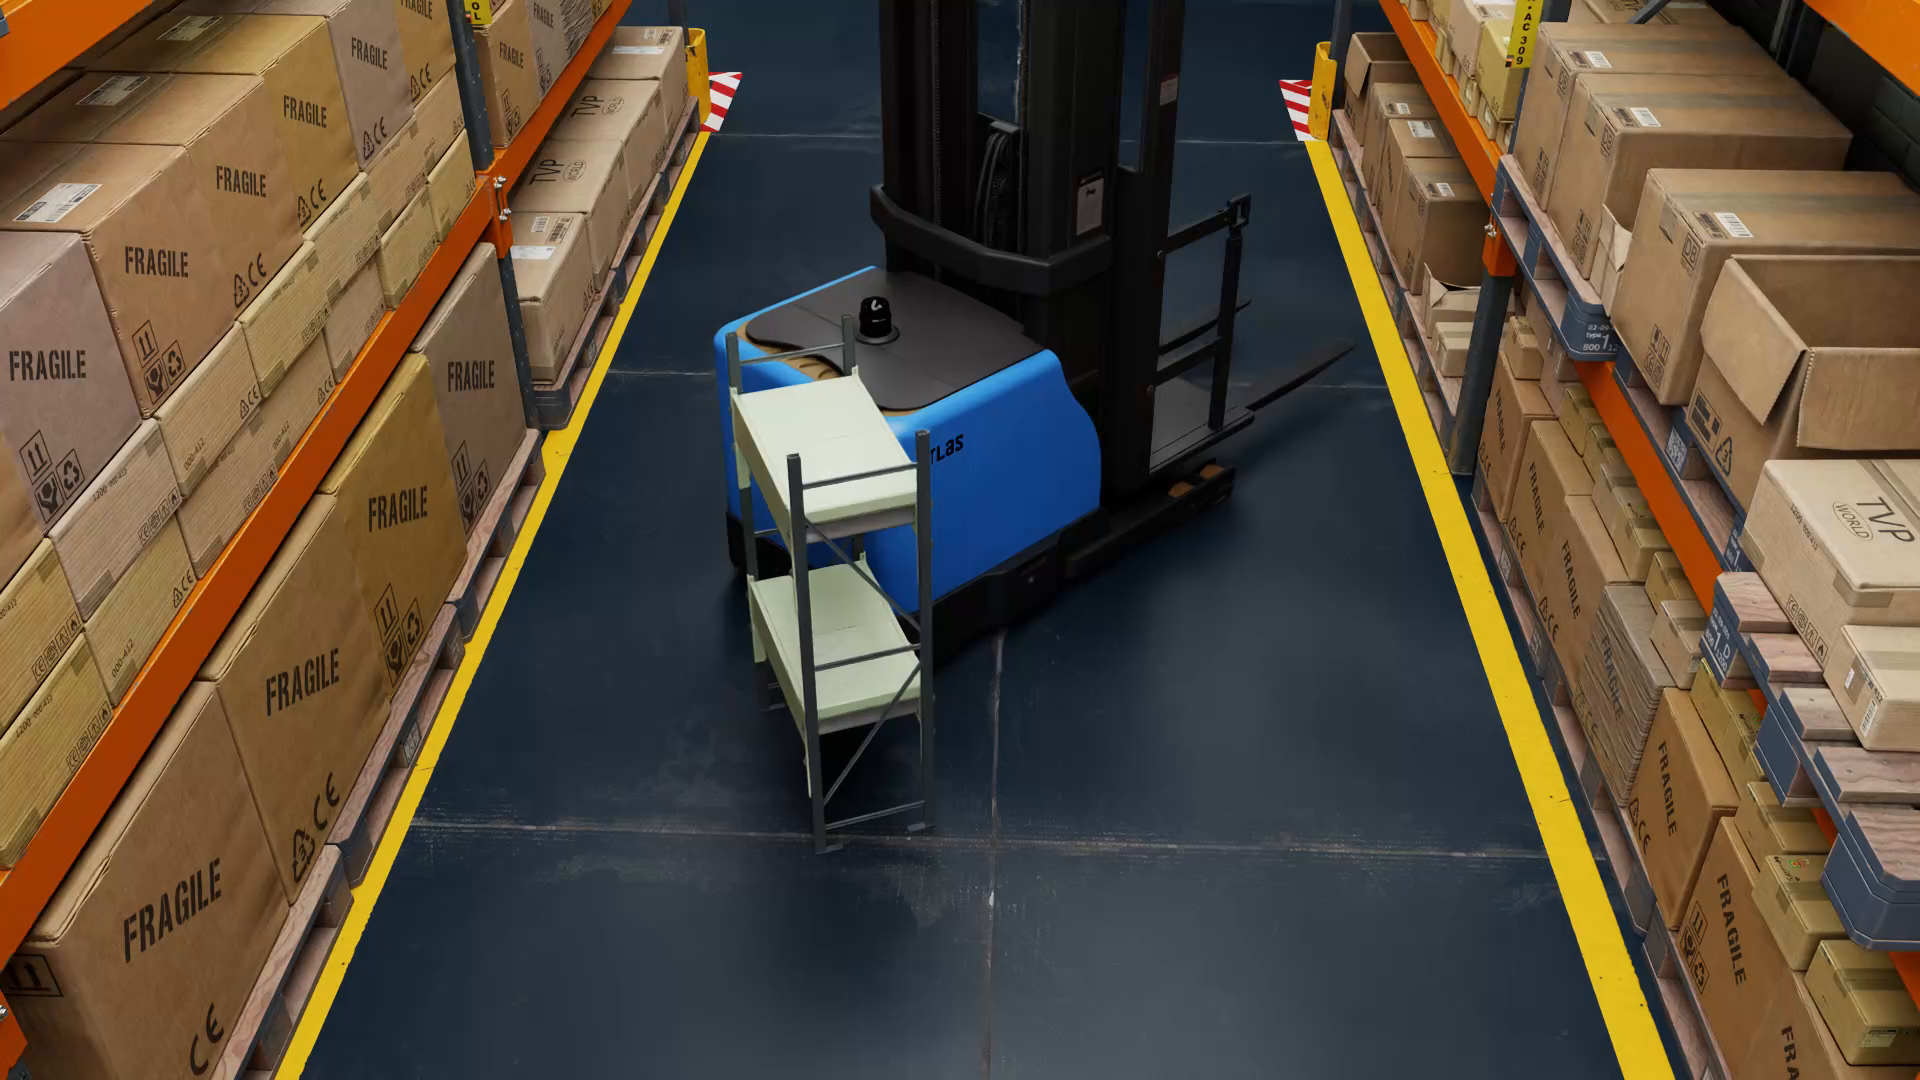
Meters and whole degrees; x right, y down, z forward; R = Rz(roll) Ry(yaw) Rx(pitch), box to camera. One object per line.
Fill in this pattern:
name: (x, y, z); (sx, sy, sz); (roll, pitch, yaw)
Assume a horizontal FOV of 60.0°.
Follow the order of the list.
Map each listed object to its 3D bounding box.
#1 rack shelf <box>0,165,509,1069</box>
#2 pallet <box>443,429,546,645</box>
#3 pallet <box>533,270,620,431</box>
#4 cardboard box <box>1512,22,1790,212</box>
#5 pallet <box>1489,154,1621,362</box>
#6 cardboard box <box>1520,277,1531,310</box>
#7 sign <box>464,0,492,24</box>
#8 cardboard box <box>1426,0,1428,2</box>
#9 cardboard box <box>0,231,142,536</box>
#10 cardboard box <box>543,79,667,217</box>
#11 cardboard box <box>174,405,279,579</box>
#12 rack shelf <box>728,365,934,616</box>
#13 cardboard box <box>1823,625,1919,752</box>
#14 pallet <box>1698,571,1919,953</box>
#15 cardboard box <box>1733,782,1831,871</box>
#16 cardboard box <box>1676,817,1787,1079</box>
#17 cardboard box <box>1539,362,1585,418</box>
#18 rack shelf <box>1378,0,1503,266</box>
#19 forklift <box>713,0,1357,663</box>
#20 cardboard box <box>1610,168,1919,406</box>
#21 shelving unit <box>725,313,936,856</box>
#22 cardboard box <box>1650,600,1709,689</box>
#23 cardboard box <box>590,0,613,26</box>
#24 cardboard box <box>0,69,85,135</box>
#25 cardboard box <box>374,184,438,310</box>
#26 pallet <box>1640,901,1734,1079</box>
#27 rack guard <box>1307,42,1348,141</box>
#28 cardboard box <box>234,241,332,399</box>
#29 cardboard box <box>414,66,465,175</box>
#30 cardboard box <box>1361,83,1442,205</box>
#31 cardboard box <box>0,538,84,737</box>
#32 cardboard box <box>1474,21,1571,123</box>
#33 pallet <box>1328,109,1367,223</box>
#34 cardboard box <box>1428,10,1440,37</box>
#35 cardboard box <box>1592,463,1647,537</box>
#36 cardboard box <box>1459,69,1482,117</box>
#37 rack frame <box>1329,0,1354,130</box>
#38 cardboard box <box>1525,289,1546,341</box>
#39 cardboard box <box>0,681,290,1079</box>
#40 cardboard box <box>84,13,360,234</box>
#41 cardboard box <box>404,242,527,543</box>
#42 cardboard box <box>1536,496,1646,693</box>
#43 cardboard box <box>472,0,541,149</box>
rack shelf: (-2.428, -0.193, 5.041); (1.077, 0.370, 4.000); (1, 35, 2)
pallet: (-2.303, -0.050, 6.638); (1.003, 0.211, 1.213); (1, 35, 2)
pallet: (-2.239, -0.930, 7.890); (1.003, 0.211, 1.213); (1, 35, 2)
cardboard box: (2.369, -1.464, 5.772); (0.700, 0.500, 0.500); (2, 35, 3)
pallet: (2.471, -0.989, 5.715); (1.003, 0.211, 1.213); (1, 35, 2)
cardboard box: (2.892, -1.152, 7.895); (0.380, 0.149, 0.250); (1, 35, 1)
sign: (-1.805, -2.071, 6.149); (0.100, 0.325, 0.005); (1, 35, 2)
cardboard box: (2.449, -2.752, 7.929); (0.500, 0.250, 0.500); (0, 35, 1)
cardboard box: (-2.234, -0.351, 3.684); (0.500, 0.500, 0.500); (1, 35, 2)
cardboard box: (-2.142, -2.150, 9.064); (0.875, 0.438, 0.875); (2, 35, 3)
cardboard box: (-2.207, -0.149, 4.483); (0.500, 0.250, 0.500); (2, 35, 3)
rack shelf: (-0.397, -0.166, 5.002); (0.431, 0.370, 0.720); (-12, 37, -16)
cardboard box: (2.095, 0.319, 3.540); (0.380, 0.149, 0.250); (2, 35, 3)
pallet: (2.409, 0.462, 3.651); (1.213, 0.211, 1.003); (1, 35, 2)
cardboard box: (2.253, 0.763, 4.301); (0.380, 0.149, 0.250); (0, 35, 0)
cardboard box: (2.284, 1.090, 4.399); (0.500, 0.500, 0.500); (1, 35, 1)
cardboard box: (2.398, -0.577, 6.207); (0.380, 0.149, 0.250); (0, 35, 1)
rack shelf: (2.693, -2.378, 8.151); (1.077, 0.370, 4.000); (1, 35, 2)
forklift: (0.509, -1.465, 6.286); (3.031, 2.935, 1.130); (-29, 44, -35)
cardboard box: (2.317, -0.715, 4.707); (0.700, 0.500, 0.500); (1, 35, 2)
shelving unit: (-0.397, 0.154, 5.227); (0.431, 1.500, 0.755); (-12, 37, -16)
cardboard box: (2.300, 0.309, 4.946); (0.380, 0.149, 0.250); (0, 35, 0)
cardboard box: (-1.996, -2.811, 8.054); (0.500, 0.500, 0.500); (2, 35, 3)
cardboard box: (-2.682, -0.962, 4.553); (0.500, 0.500, 0.500); (1, 35, 1)
cardboard box: (-2.135, -1.019, 5.721); (0.500, 0.250, 0.500); (1, 35, 1)
pallet: (2.519, 1.487, 4.450); (1.003, 0.211, 1.213); (1, 35, 2)
rack guard: (2.770, -2.755, 10.236); (1.175, 0.500, 0.348); (1, 35, 2)
cardboard box: (-2.153, -0.641, 4.749); (0.500, 0.250, 0.500); (2, 35, 3)
cardboard box: (-2.122, -1.520, 6.000); (0.500, 0.250, 0.500); (1, 35, 2)
cardboard box: (2.580, -2.131, 8.983); (0.700, 0.500, 0.500); (3, 35, 4)
cardboard box: (-2.241, 0.233, 3.505); (0.500, 0.250, 0.500); (1, 35, 2)
cardboard box: (2.389, -1.882, 6.691); (0.500, 0.250, 0.500); (2, 35, 3)
pallet: (2.739, -2.179, 9.667); (1.003, 0.211, 1.213); (1, 35, 2)
cardboard box: (2.453, -2.496, 7.911); (0.380, 0.149, 0.250); (1, 35, 2)
cardboard box: (2.354, -0.129, 5.570); (0.380, 0.149, 0.250); (1, 35, 2)
cardboard box: (2.348, -1.910, 7.077); (0.380, 0.149, 0.250); (2, 35, 3)
rack frame: (2.773, -3.822, 9.579); (1.000, 3.000, 0.127); (1, 35, 2)
cardboard box: (2.393, -0.859, 6.349); (0.380, 0.149, 0.250); (1, 35, 1)
cardboard box: (-2.397, 0.964, 4.252); (0.875, 0.875, 0.875); (1, 35, 1)
cardboard box: (-2.168, -1.235, 4.943); (0.500, 0.500, 0.500); (2, 35, 3)
cardboard box: (-2.293, -0.581, 6.450); (0.875, 0.875, 0.875); (2, 35, 3)
cardboard box: (2.332, 0.193, 5.676); (0.500, 0.500, 0.500); (0, 35, 0)
cardboard box: (-2.067, -1.941, 6.816); (0.500, 0.500, 0.500); (2, 35, 3)
